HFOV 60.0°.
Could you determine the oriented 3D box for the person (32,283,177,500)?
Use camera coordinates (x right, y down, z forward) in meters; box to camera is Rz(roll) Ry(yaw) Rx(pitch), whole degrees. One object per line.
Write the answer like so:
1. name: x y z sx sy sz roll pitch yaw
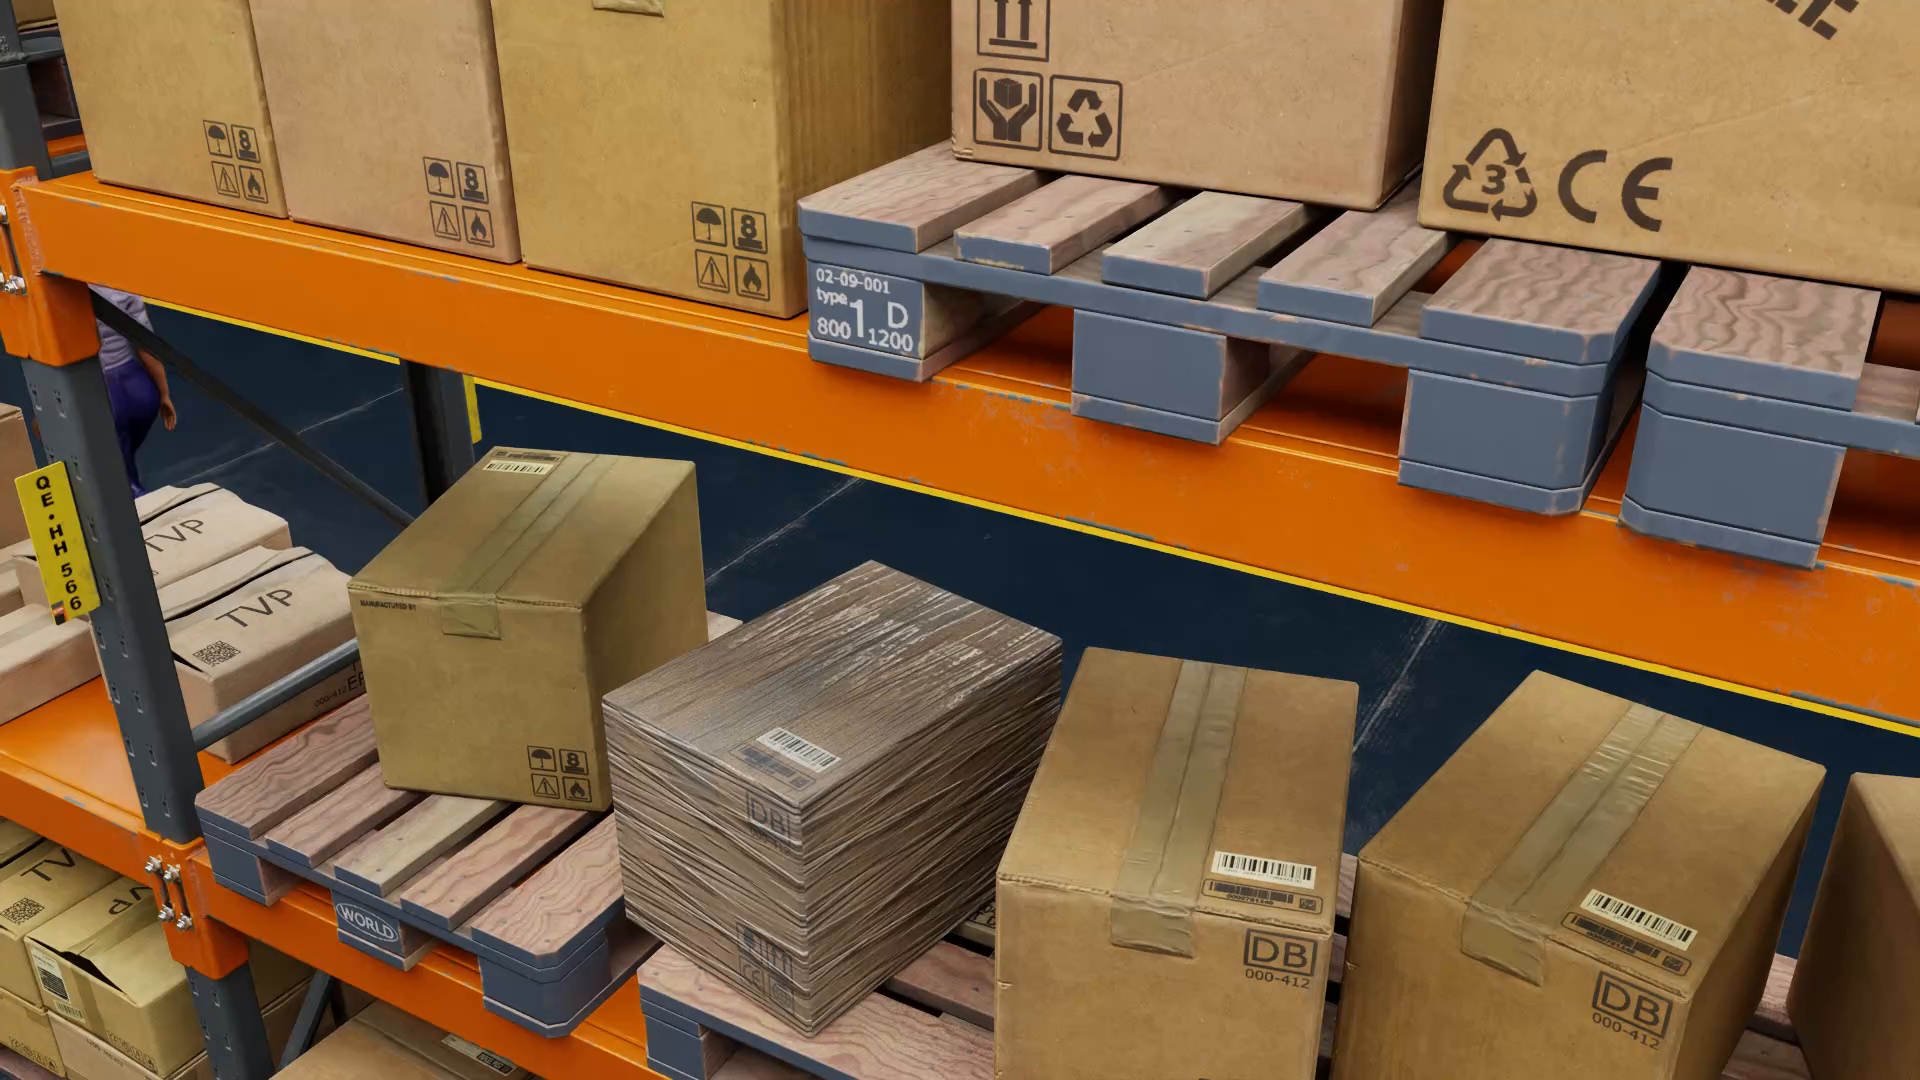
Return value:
1. person: -3.760 -0.593 7.307 0.965 1.598 0.496 13 30 24
